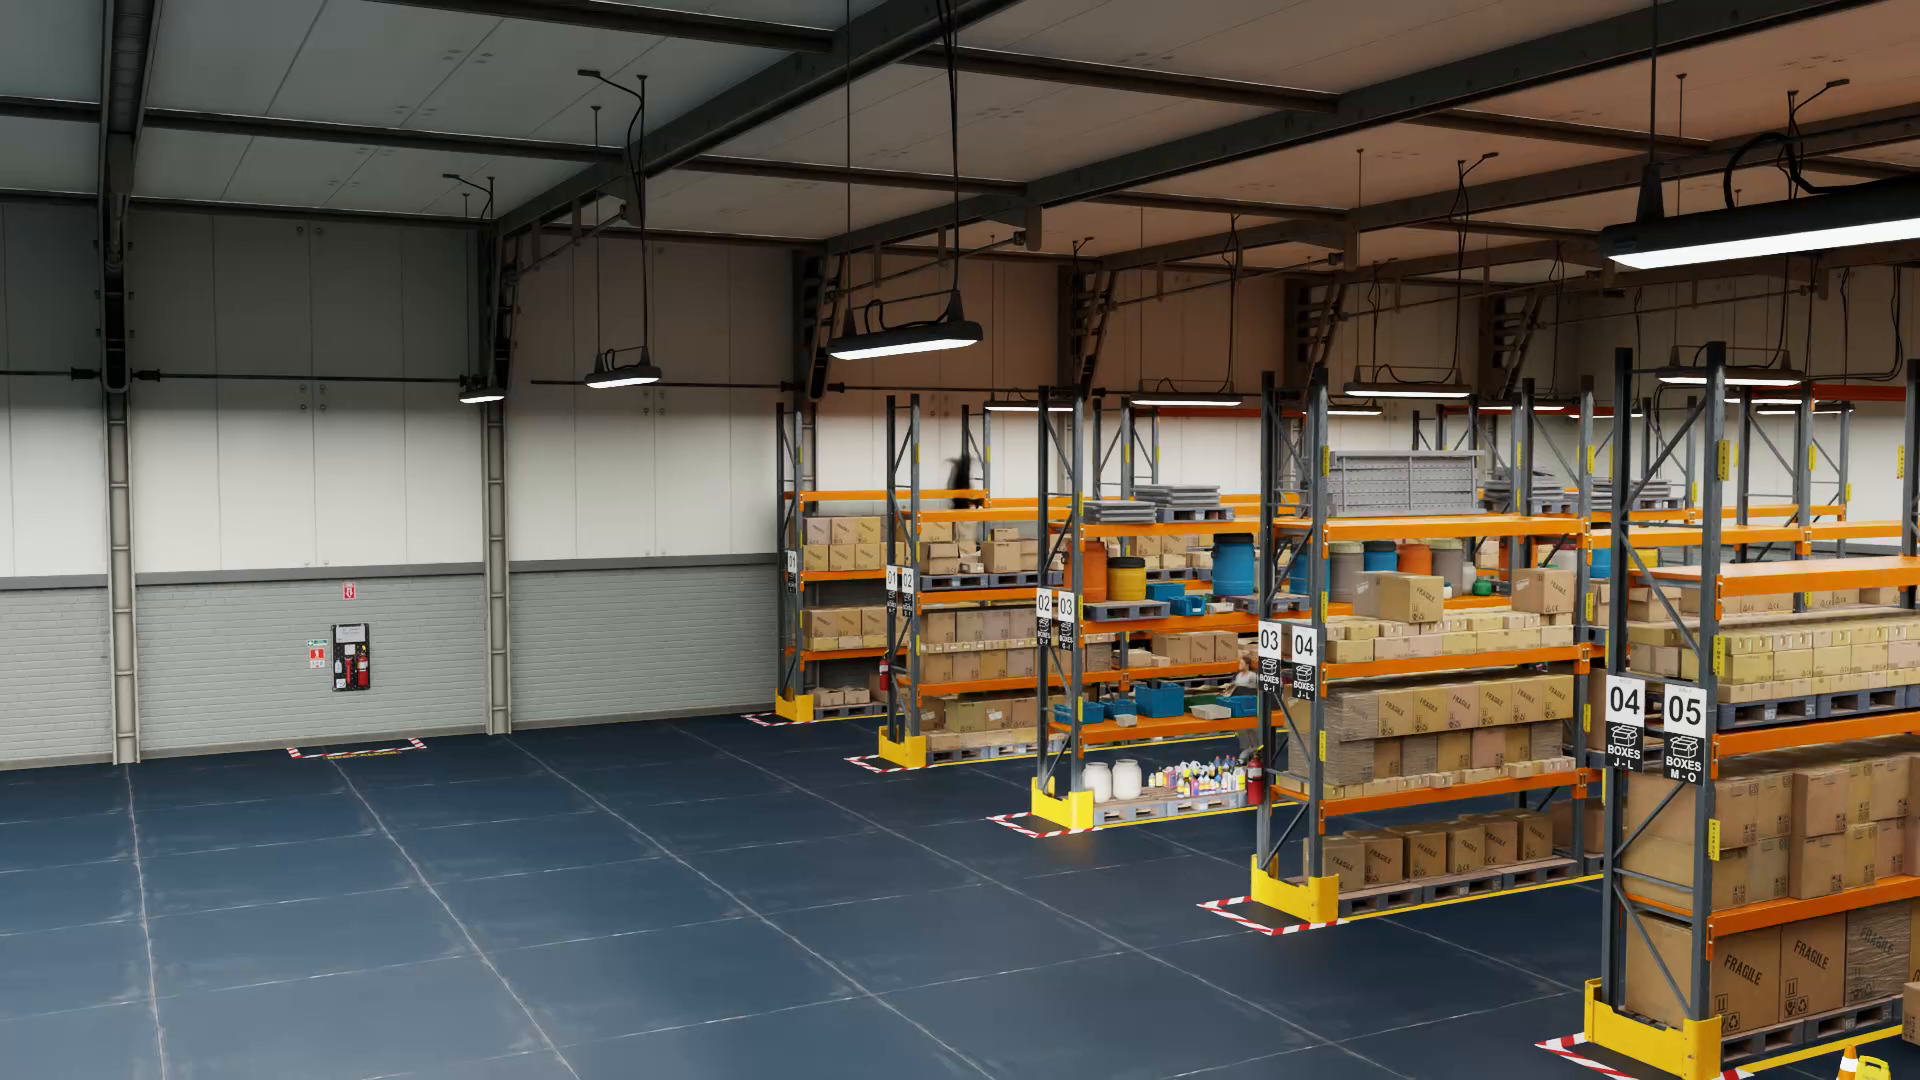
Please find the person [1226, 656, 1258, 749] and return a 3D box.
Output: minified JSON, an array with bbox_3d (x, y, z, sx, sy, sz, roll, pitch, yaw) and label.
[{"bbox_3d":[4.746,2.707,27.558,0.779,1.559,0.544,-2,4,-27],"label":"person"}]
